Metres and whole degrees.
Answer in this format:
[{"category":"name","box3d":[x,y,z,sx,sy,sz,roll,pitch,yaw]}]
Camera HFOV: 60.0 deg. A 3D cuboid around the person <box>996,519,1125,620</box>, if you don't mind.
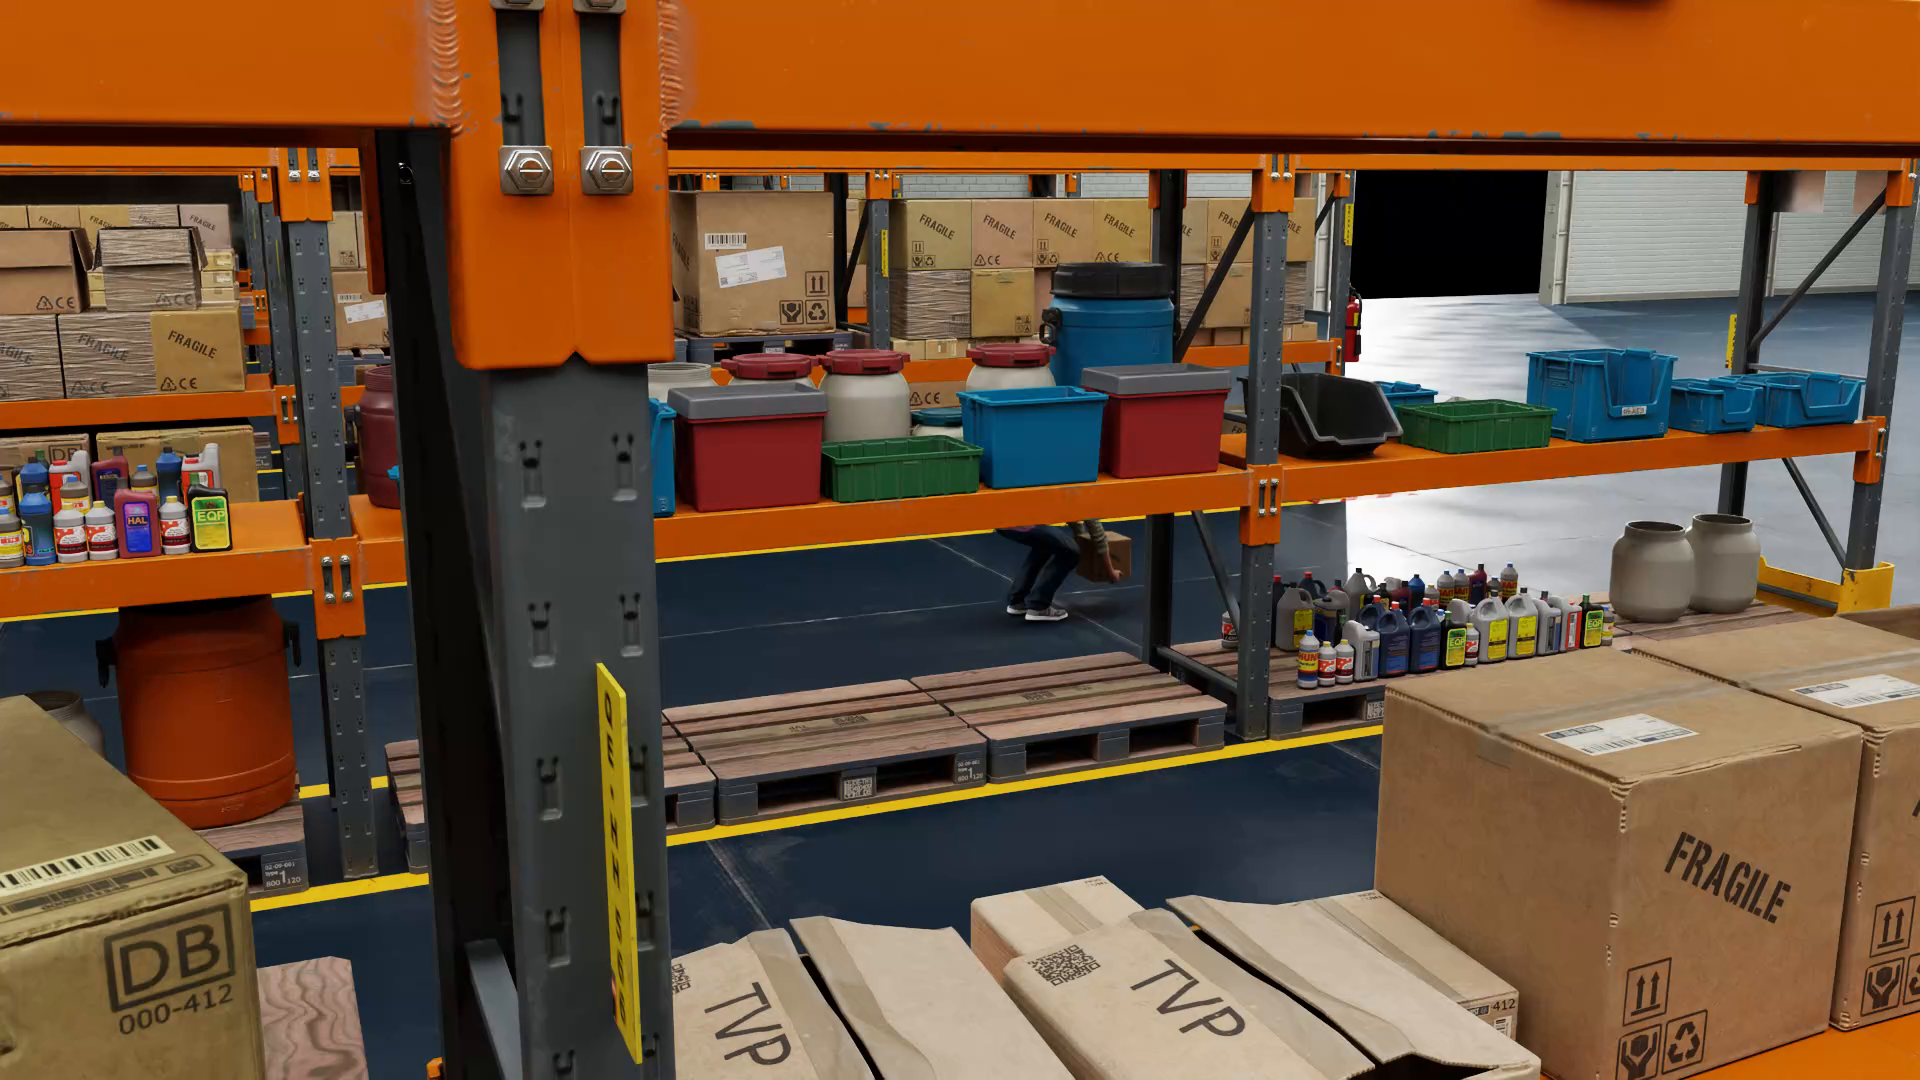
[{"category":"person","box3d":[0.574,0.016,10.053,0.857,0.902,0.428,-6,14,-25]}]
